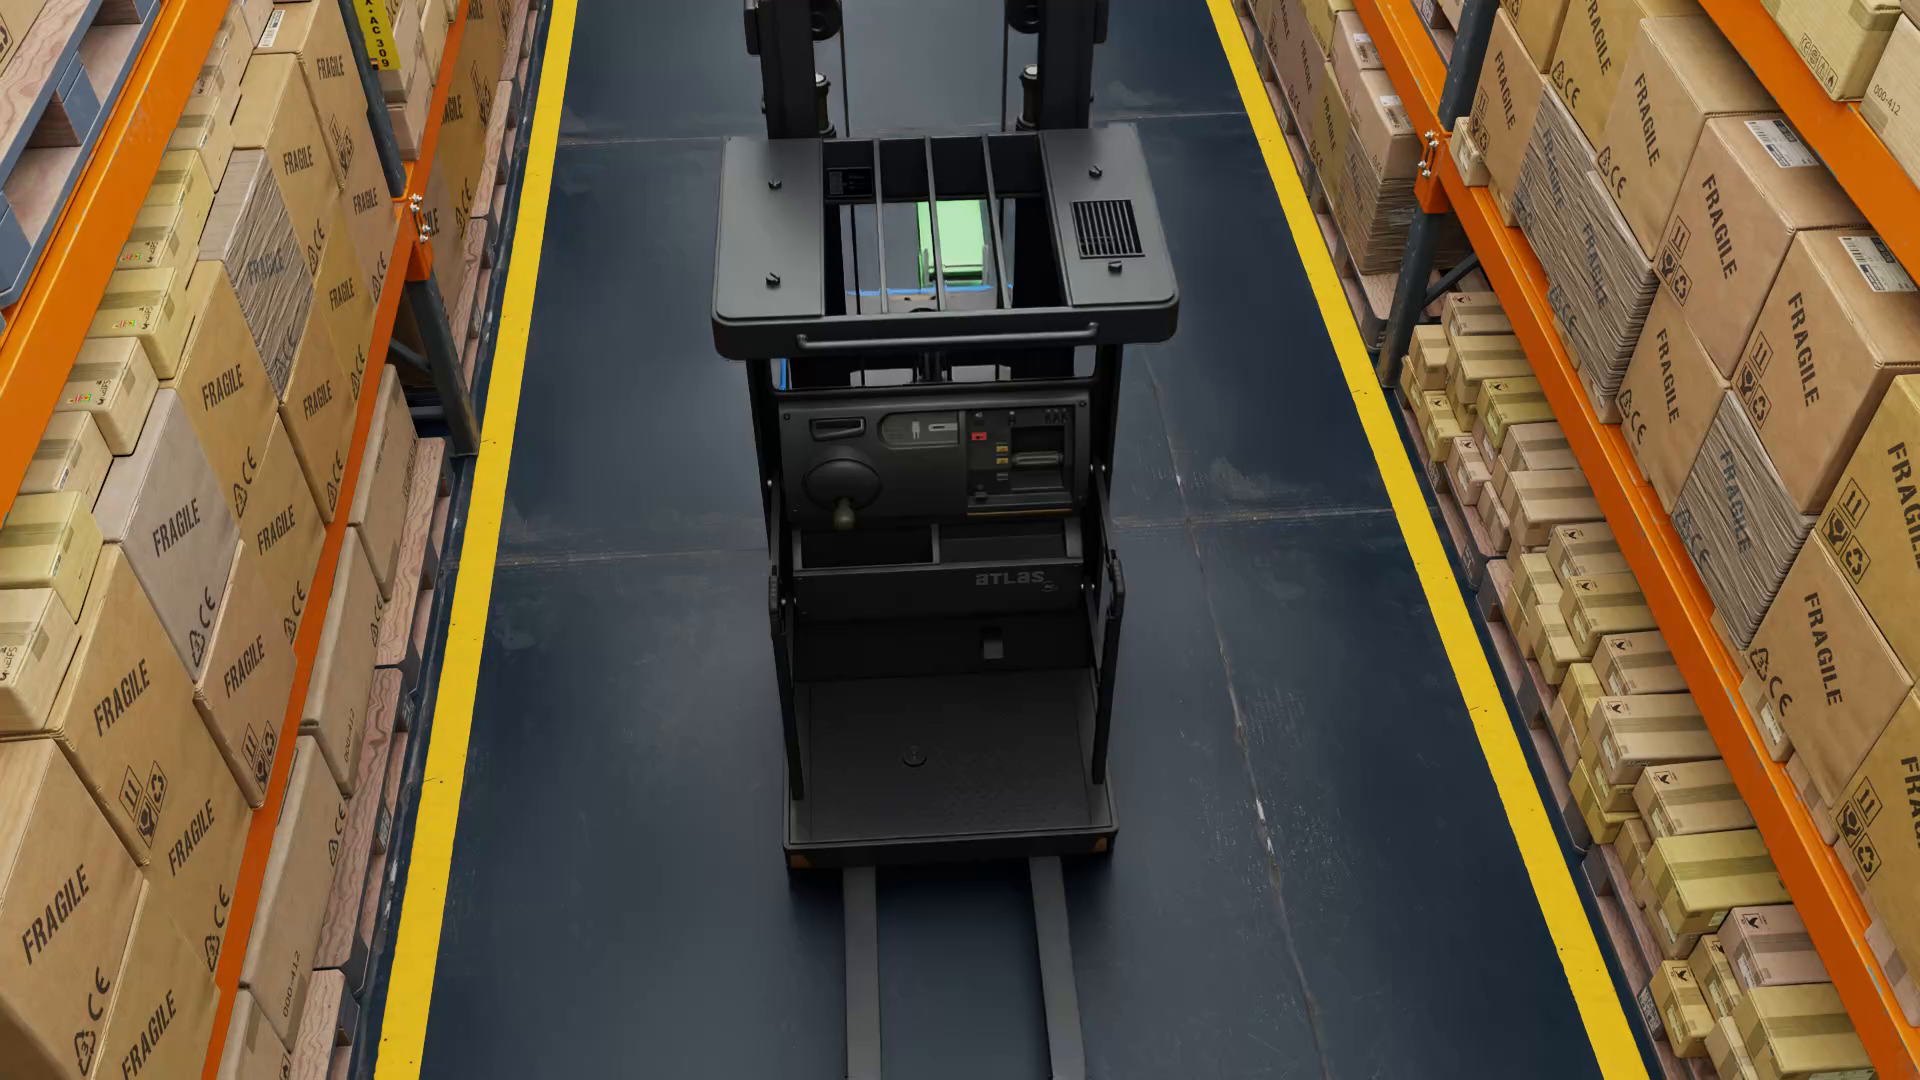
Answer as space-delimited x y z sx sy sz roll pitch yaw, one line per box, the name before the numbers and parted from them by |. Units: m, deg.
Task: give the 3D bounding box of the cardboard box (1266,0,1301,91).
cardboard box | 1.931 -2.691 8.665 0.500 0.500 0.500 -5 47 -4

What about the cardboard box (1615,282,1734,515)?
cardboard box | 2.287 -0.426 4.814 0.500 0.500 0.500 -1 47 -1

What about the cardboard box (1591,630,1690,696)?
cardboard box | 2.346 0.440 5.532 0.380 0.149 0.250 -5 47 -5

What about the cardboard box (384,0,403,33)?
cardboard box | -2.307 -2.114 5.928 0.500 0.500 0.500 -3 47 -3

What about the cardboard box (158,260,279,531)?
cardboard box | -2.121 -0.355 4.262 0.500 0.500 0.500 -3 47 -3

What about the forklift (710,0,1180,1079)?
forklift | -0.057 -0.142 4.866 1.130 2.935 3.031 -3 47 -3

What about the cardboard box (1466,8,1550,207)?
cardboard box | 2.158 -1.537 5.866 0.500 0.500 0.500 -4 47 -4

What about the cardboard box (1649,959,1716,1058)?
cardboard box | 2.329 1.408 5.025 0.380 0.149 0.250 -2 47 -2

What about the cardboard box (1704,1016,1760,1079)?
cardboard box | 2.374 1.489 4.743 0.380 0.149 0.250 -5 47 -4

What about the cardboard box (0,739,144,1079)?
cardboard box | -1.978 0.752 3.215 0.500 0.500 0.500 -4 47 -4

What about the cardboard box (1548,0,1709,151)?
cardboard box | 2.222 -1.539 5.179 0.500 0.500 0.500 -5 47 -4

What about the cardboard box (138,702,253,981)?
cardboard box | -2.046 0.731 3.923 0.500 0.500 0.500 -4 47 -4

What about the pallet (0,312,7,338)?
pallet | -2.294 -0.043 2.720 1.003 0.211 1.213 -3 47 -3

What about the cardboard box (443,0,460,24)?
cardboard box | -2.402 -2.429 7.087 0.500 0.250 0.500 -4 47 -4

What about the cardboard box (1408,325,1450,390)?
cardboard box | 2.079 -0.758 6.872 0.380 0.149 0.250 -2 47 -1

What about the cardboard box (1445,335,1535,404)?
cardboard box | 2.154 -0.678 6.590 0.380 0.149 0.250 -1 47 -1

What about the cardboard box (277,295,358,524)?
cardboard box | -2.157 -0.379 4.974 0.500 0.500 0.500 -4 47 -4

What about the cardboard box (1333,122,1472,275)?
cardboard box | 2.055 -1.579 7.612 0.500 0.500 0.500 -4 47 -4

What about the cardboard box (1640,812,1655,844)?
cardboard box | 2.409 0.913 5.289 0.380 0.149 0.250 -4 47 -4

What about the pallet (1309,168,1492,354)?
pallet | 2.301 -1.378 7.910 1.003 0.211 1.213 -3 47 -3

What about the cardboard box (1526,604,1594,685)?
cardboard box | 2.219 0.356 5.817 0.380 0.149 0.250 -3 47 -3

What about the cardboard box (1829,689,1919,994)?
cardboard box | 2.409 0.674 3.772 0.500 0.500 0.500 -3 47 -2

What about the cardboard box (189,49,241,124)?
cardboard box | -2.249 -1.237 4.651 0.380 0.149 0.250 -4 47 -4

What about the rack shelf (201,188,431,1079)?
rack shelf | -2.389 0.295 4.900 1.077 0.370 4.000 -3 47 -3

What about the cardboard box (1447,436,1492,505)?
cardboard box | 2.173 -0.286 6.629 0.380 0.149 0.250 -4 47 -3

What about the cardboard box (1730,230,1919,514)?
cardboard box | 2.322 -0.418 4.118 0.500 0.500 0.500 -1 47 -1

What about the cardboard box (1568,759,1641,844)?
cardboard box | 2.275 0.853 5.550 0.380 0.149 0.250 -5 47 -5

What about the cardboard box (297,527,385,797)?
cardboard box | -2.535 0.445 5.738 0.875 0.438 0.875 -5 47 -4

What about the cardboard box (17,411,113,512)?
cardboard box | -2.090 -0.137 3.610 0.380 0.149 0.250 -3 47 -3

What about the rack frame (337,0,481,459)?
rack frame | -2.556 -1.400 6.010 1.000 3.000 0.127 -3 47 -3

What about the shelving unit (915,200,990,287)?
shelving unit | -0.033 -0.843 6.722 0.258 1.200 0.503 -3 47 -3

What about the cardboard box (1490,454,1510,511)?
cardboard box | 2.266 -0.211 6.353 0.380 0.149 0.250 -6 47 -5

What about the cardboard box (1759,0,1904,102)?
cardboard box | 2.259 -1.284 3.938 0.500 0.250 0.500 -2 47 -2

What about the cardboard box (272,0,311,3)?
cardboard box | -2.213 -1.797 5.182 0.380 0.149 0.250 -4 47 -4

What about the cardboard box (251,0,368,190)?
cardboard box | -2.241 -1.453 5.303 0.500 0.500 0.500 -4 47 -4

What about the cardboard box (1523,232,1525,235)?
cardboard box | 2.236 -1.090 5.890 0.380 0.149 0.250 -5 47 -5

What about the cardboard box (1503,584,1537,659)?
cardboard box | 2.227 0.282 6.092 0.380 0.149 0.250 -5 47 -4

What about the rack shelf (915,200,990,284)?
rack shelf | -0.033 -1.129 6.420 0.258 0.148 0.480 -3 47 -3

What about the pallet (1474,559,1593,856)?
pallet | 2.565 0.554 6.080 1.003 0.211 1.213 -3 47 -3

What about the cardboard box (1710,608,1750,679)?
cardboard box | 2.337 0.250 4.621 0.380 0.149 0.250 -5 47 -5

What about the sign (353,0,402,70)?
sign | -2.003 -1.759 5.700 0.100 0.325 0.005 -3 47 -3

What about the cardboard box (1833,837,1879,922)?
cardboard box | 2.411 0.806 4.094 0.380 0.149 0.250 -4 47 -3

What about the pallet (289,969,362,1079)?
pallet | -2.366 1.879 4.825 1.003 0.211 1.213 -3 47 -3

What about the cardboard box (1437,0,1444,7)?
cardboard box | 2.115 -2.295 6.741 0.380 0.149 0.250 -3 47 -3

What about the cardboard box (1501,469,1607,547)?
cardboard box | 2.209 -0.121 6.063 0.380 0.149 0.250 -3 47 -2

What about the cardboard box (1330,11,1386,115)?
cardboard box | 2.024 -2.213 7.695 0.500 0.250 0.500 -1 47 -1

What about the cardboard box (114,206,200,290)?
cardboard box | -2.134 -0.692 4.135 0.380 0.149 0.250 -3 47 -3

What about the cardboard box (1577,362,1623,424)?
cardboard box | 2.224 -0.513 5.343 0.380 0.149 0.250 -2 47 -2

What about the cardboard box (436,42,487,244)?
cardboard box | -2.771 -1.910 7.667 0.875 0.875 0.875 -2 47 -2

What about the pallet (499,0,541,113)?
pallet | -2.900 -2.760 9.218 1.003 0.211 1.213 -3 47 -3

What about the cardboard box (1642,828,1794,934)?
cardboard box | 2.294 1.019 4.983 0.380 0.149 0.250 -4 47 -4
